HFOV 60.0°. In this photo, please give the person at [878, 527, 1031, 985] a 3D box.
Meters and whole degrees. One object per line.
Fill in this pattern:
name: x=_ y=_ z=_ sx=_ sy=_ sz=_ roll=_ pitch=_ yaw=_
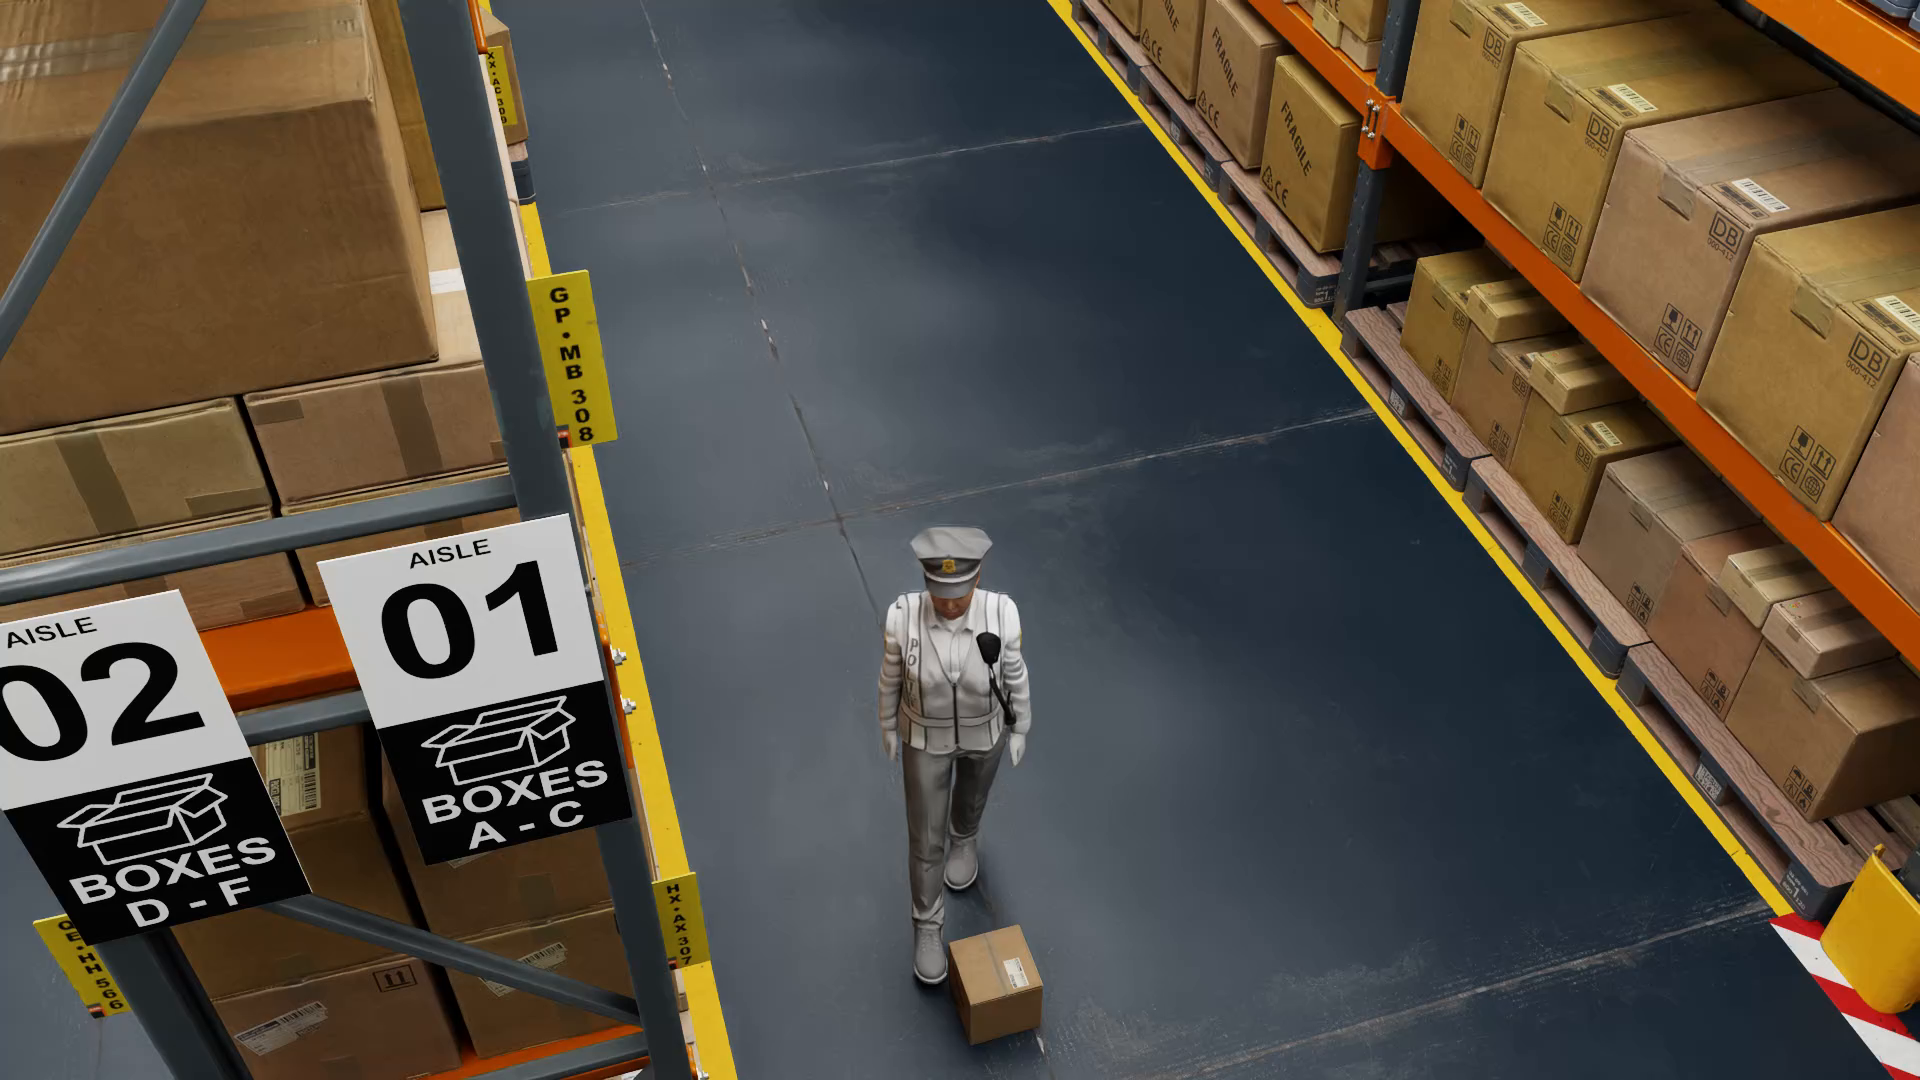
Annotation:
person: x=-0.002 y=0.698 z=5.376 sx=0.499 sy=1.671 sz=0.694 roll=-4 pitch=43 yaw=-4
